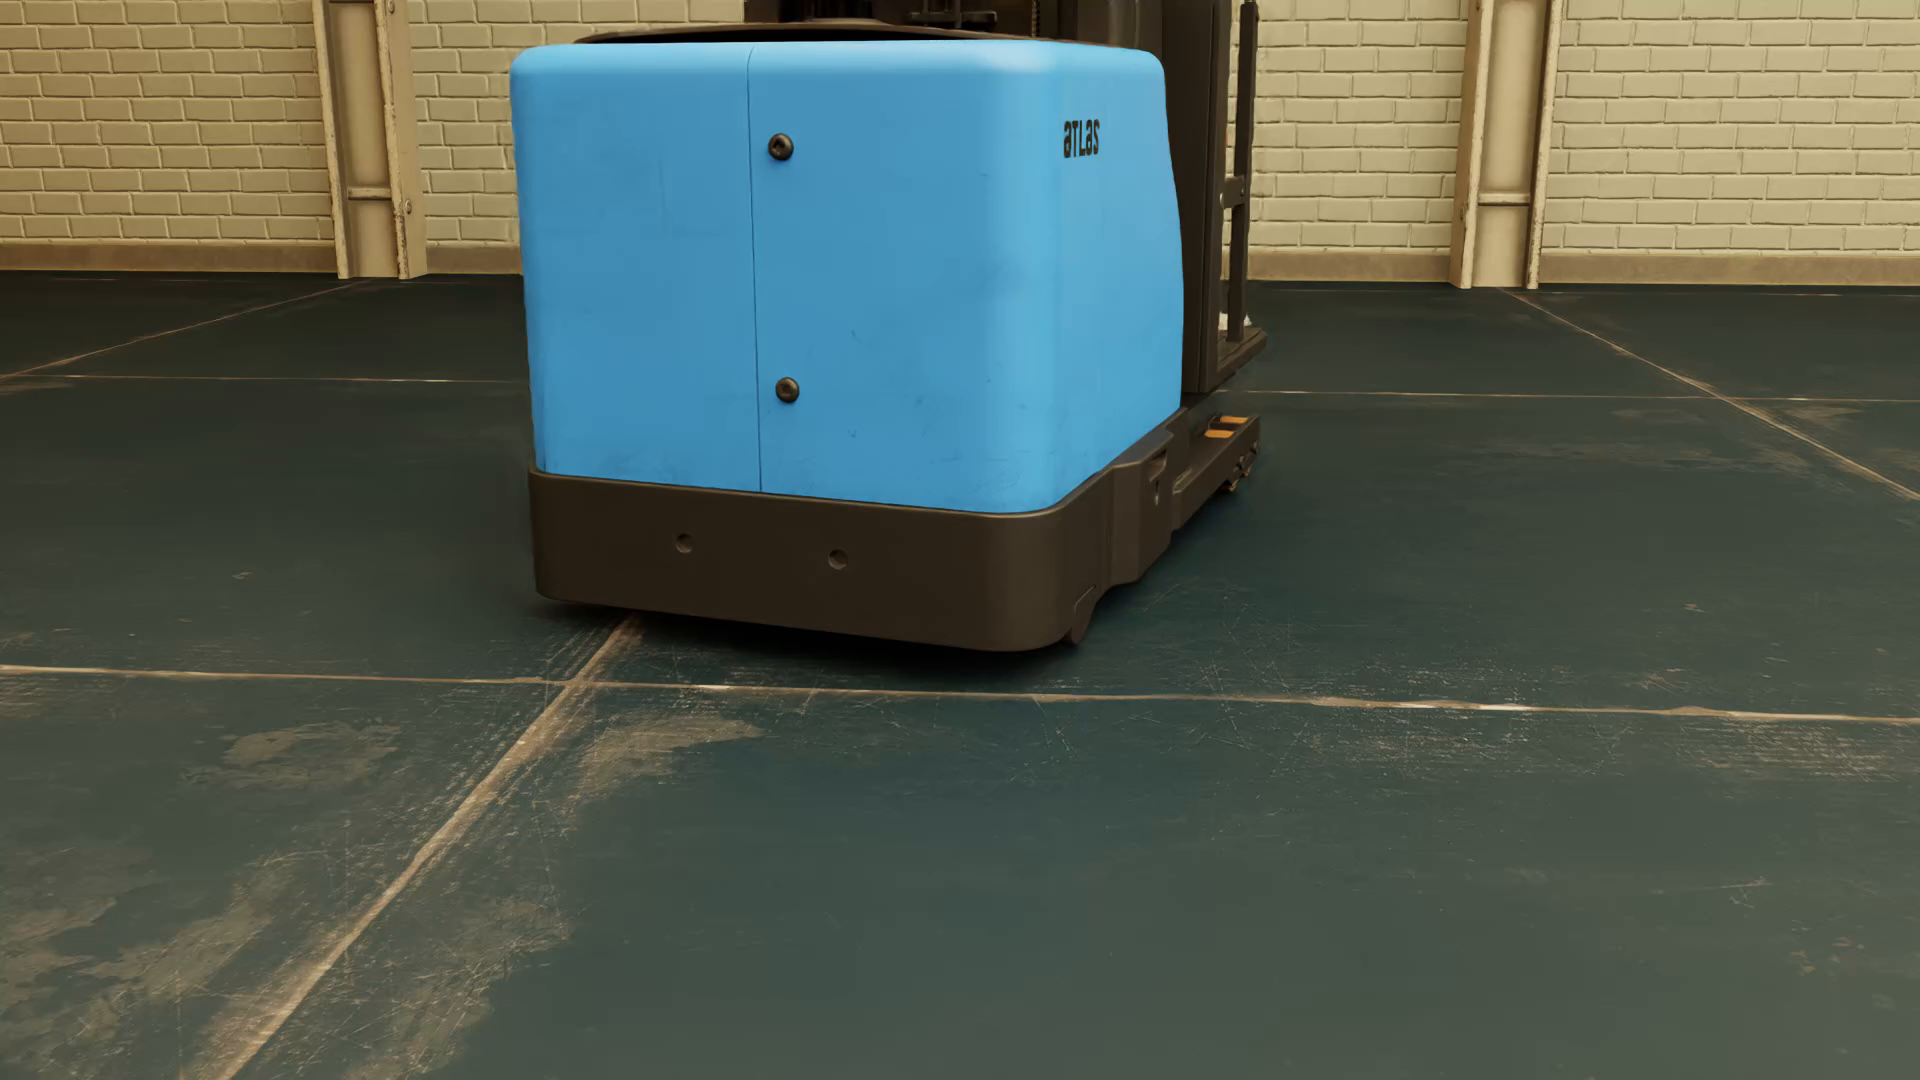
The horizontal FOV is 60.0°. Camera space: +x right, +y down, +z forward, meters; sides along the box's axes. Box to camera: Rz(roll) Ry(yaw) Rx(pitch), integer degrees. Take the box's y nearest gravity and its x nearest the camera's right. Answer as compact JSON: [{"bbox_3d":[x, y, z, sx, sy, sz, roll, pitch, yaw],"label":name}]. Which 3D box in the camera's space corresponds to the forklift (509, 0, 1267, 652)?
[{"bbox_3d":[0.166,-1.565,3.985,1.130,2.935,3.031,5,16,19],"label":"forklift"}]

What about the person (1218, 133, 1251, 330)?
[{"bbox_3d":[1.020,-1.783,7.046,0.519,1.748,0.794,4,16,13],"label":"person"}]
